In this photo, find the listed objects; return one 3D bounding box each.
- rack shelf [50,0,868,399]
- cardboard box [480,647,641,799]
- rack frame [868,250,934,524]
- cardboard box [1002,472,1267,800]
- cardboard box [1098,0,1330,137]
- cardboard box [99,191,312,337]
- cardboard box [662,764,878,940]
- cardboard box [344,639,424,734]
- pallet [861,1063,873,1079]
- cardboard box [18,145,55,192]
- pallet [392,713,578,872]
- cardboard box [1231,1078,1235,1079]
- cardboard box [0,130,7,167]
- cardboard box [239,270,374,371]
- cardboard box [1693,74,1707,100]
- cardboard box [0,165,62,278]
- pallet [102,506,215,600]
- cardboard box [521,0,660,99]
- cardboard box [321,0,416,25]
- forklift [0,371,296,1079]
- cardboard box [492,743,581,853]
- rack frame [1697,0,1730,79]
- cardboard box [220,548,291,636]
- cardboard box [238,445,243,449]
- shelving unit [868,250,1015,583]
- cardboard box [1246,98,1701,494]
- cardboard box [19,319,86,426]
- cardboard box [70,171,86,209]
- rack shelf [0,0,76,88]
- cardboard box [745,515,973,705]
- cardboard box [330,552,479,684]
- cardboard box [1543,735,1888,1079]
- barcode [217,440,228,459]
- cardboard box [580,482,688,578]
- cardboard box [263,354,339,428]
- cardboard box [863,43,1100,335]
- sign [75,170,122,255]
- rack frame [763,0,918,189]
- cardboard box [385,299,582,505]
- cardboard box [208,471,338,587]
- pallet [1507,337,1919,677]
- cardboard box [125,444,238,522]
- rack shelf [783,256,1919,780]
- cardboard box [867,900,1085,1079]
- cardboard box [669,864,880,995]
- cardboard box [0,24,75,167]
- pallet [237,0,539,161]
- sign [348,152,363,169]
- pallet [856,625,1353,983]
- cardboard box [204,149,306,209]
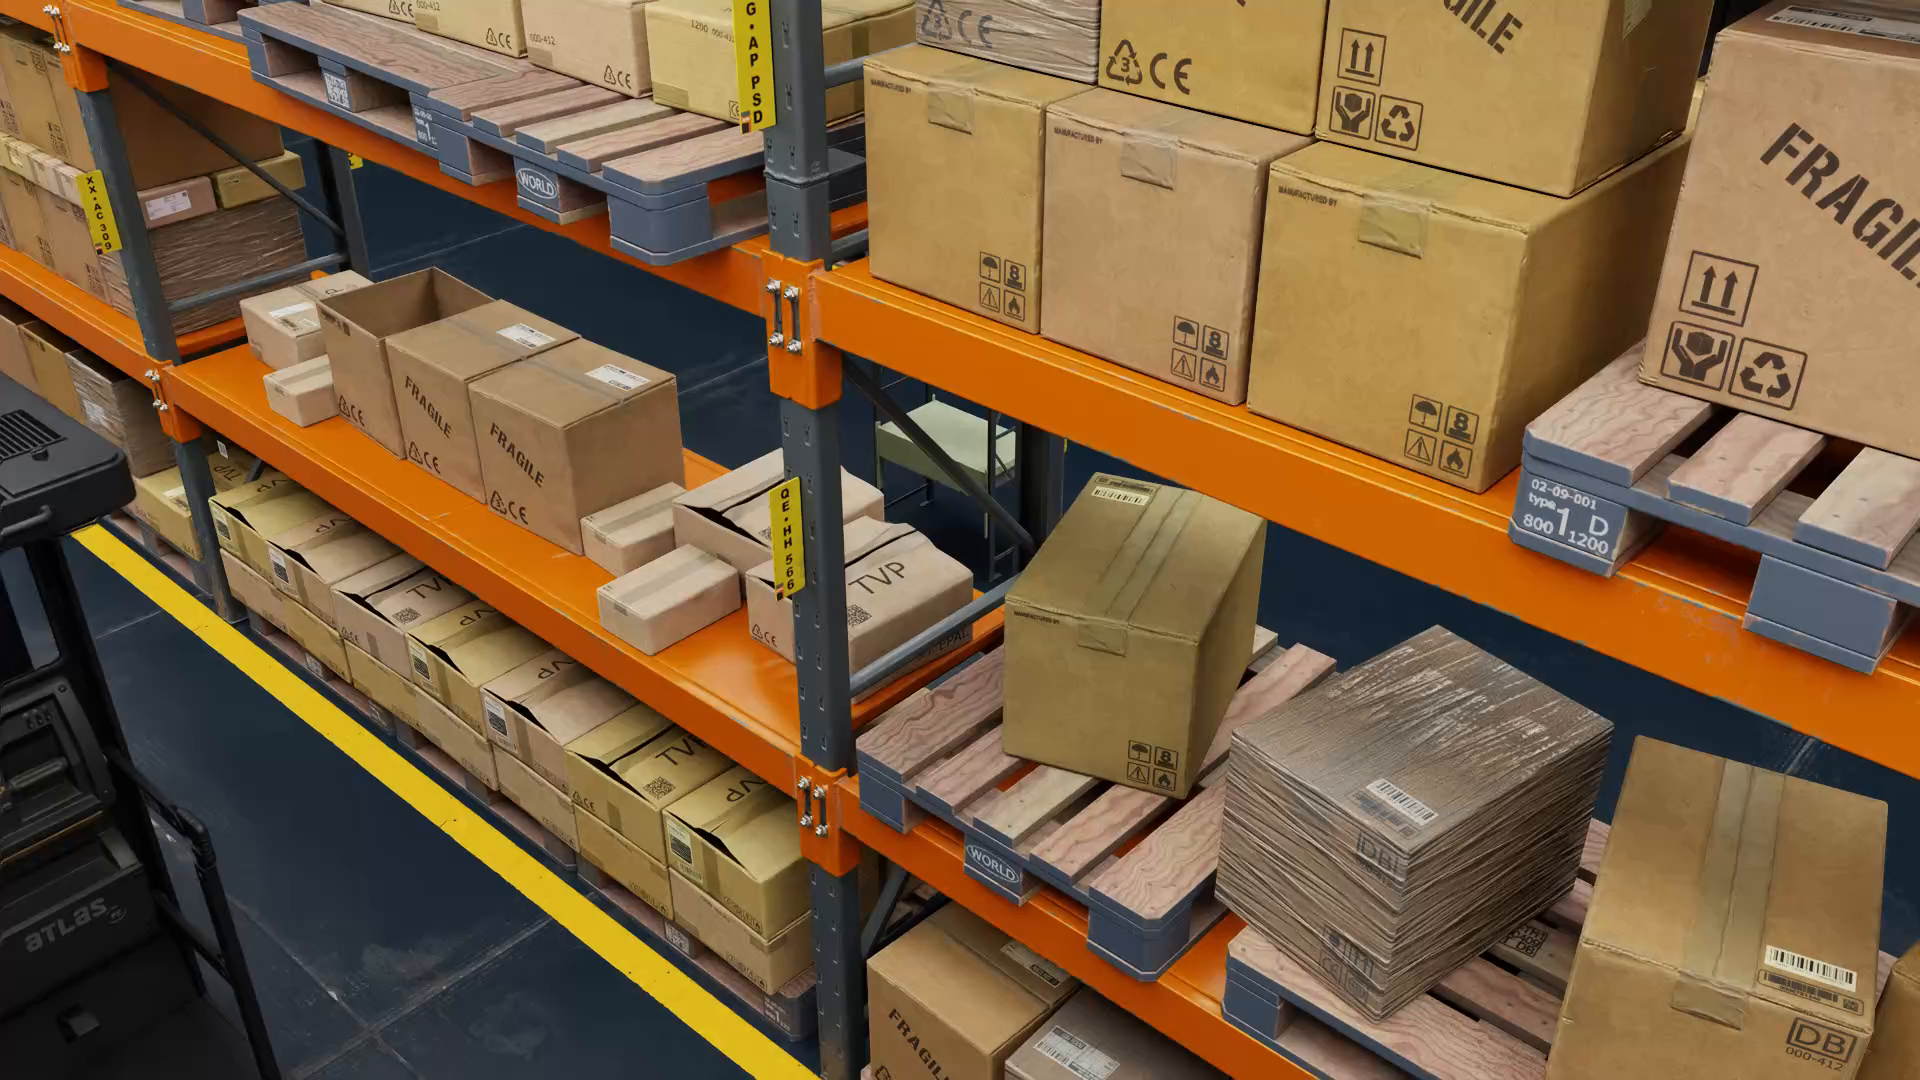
[{"bbox_3d":[-1.551,-1.386,5.434,4.000,0.370,1.077,25,39,35],"label":"rack shelf"},{"bbox_3d":[-1.384,0.600,6.060,0.500,0.311,0.500,25,39,35],"label":"cardboard box"},{"bbox_3d":[-0.276,-0.772,8.077,0.023,1.500,0.400,25,39,35],"label":"rack frame"},{"bbox_3d":[0.475,0.235,4.448,0.500,0.500,0.700,12,33,19],"label":"cardboard box"},{"bbox_3d":[0.629,-1.144,3.267,0.500,0.500,0.500,25,39,35],"label":"cardboard box"},{"bbox_3d":[-3.367,-1.296,7.397,0.500,0.500,0.700,24,38,34],"label":"cardboard box"},{"bbox_3d":[-0.621,0.953,5.473,0.500,0.311,0.500,26,40,36],"label":"cardboard box"},{"bbox_3d":[-2.137,0.486,6.793,0.500,0.250,0.500,24,38,34],"label":"cardboard box"},{"bbox_3d":[0.460,1.750,5.138,1.213,0.211,1.003,25,39,35],"label":"pallet"},{"bbox_3d":[-3.952,-1.701,7.442,0.250,0.149,0.380,25,39,35],"label":"cardboard box"},{"bbox_3d":[-1.552,0.755,6.791,1.213,0.211,1.003,25,39,35],"label":"pallet"},{"bbox_3d":[0.838,1.786,4.371,0.500,0.500,0.500,24,39,34],"label":"cardboard box"},{"bbox_3d":[-4.319,-1.875,7.730,0.250,0.149,0.380,26,40,36],"label":"cardboard box"},{"bbox_3d":[-2.639,-0.884,6.955,0.500,0.250,0.500,-27,40,-37],"label":"cardboard box"},{"bbox_3d":[3.438,-1.847,7.278,0.500,0.250,0.500,26,40,36],"label":"cardboard box"},{"bbox_3d":[-4.132,-1.651,7.987,0.500,0.500,0.700,26,39,36],"label":"cardboard box"},{"bbox_3d":[-3.595,-0.198,8.375,1.213,0.211,1.003,25,39,35],"label":"pallet"},{"bbox_3d":[-0.843,-1.428,4.544,0.500,0.250,0.500,26,40,36],"label":"cardboard box"},{"bbox_3d":[-1.657,-1.817,5.190,0.500,0.250,0.500,21,37,31],"label":"cardboard box"},{"bbox_3d":[-2.559,0.746,4.169,3.031,2.935,1.130,24,39,34],"label":"forklift"},{"bbox_3d":[-1.377,0.840,6.206,0.500,0.250,0.500,26,40,36],"label":"cardboard box"},{"bbox_3d":[3.253,-1.613,8.021,0.127,3.000,1.000,25,39,35],"label":"rack frame"},{"bbox_3d":[-2.901,0.131,7.383,0.500,0.250,0.500,24,38,34],"label":"cardboard box"},{"bbox_3d":[-3.541,-0.555,8.522,0.500,0.250,0.500,25,39,35],"label":"cardboard box"},{"bbox_3d":[-0.005,-0.645,7.867,0.755,1.500,0.431,25,39,35],"label":"shelving unit"},{"bbox_3d":[1.042,-0.551,3.251,0.500,0.500,0.910,25,39,35],"label":"cardboard box"},{"bbox_3d":[-4.260,-0.851,8.287,0.500,0.500,0.500,25,39,35],"label":"cardboard box"},{"bbox_3d":[-3.561,-1.521,7.142,0.250,0.149,0.380,24,39,34],"label":"cardboard box"},{"bbox_3d":[-4.516,-2.771,7.733,4.000,0.370,1.077,25,39,35],"label":"rack shelf"},{"bbox_3d":[-0.308,0.178,5.132,0.500,0.311,0.500,-27,40,-37],"label":"cardboard box"},{"bbox_3d":[-2.142,0.248,6.644,0.500,0.311,0.500,24,38,34],"label":"cardboard box"},{"bbox_3d":[1.547,0.856,3.415,0.500,0.500,0.700,15,34,23],"label":"cardboard box"},{"bbox_3d":[-3.124,-0.383,7.044,0.075,0.075,0.001,25,39,35],"label":"barcode"},{"bbox_3d":[-1.051,-0.030,5.634,0.380,0.149,0.250,-26,40,-36],"label":"cardboard box"},{"bbox_3d":[-2.514,-0.609,6.597,0.250,0.149,0.380,25,39,35],"label":"cardboard box"},{"bbox_3d":[0.278,-0.907,3.843,0.500,0.500,0.910,25,39,35],"label":"cardboard box"},{"bbox_3d":[-3.405,-1.294,6.575,0.005,0.325,0.100,25,39,35],"label":"sign"},{"bbox_3d":[-0.068,-2.288,3.325,0.127,3.000,1.000,25,39,35],"label":"rack frame"},{"bbox_3d":[-1.713,-0.517,6.103,0.500,0.500,0.500,25,39,35],"label":"cardboard box"},{"bbox_3d":[-2.894,-0.106,7.232,0.500,0.311,0.500,25,39,35],"label":"cardboard box"},{"bbox_3d":[1.690,-0.148,2.861,1.003,0.211,1.213,25,39,35],"label":"pallet"},{"bbox_3d":[-3.888,-0.357,8.194,0.500,0.250,0.500,25,39,35],"label":"cardboard box"},{"bbox_3d":[1.415,-0.002,3.134,4.000,0.370,1.077,25,39,35],"label":"rack shelf"},{"bbox_3d":[0.078,1.432,4.960,0.500,0.500,0.500,27,40,37],"label":"cardboard box"},{"bbox_3d":[-0.622,1.192,5.621,0.500,0.250,0.500,26,40,36],"label":"cardboard box"},{"bbox_3d":[-3.742,-2.026,7.352,0.500,0.500,0.700,25,39,35],"label":"cardboard box"},{"bbox_3d":[-1.462,-1.508,5.122,1.213,0.211,1.003,27,40,37],"label":"pallet"},{"bbox_3d":[-2.677,-1.775,7.244,0.005,0.325,0.100,25,39,35],"label":"sign"},{"bbox_3d":[0.482,0.573,4.577,1.003,0.211,1.213,25,39,35],"label":"pallet"},{"bbox_3d":[-3.103,-1.590,7.256,0.250,0.149,0.380,25,39,35],"label":"cardboard box"}]
